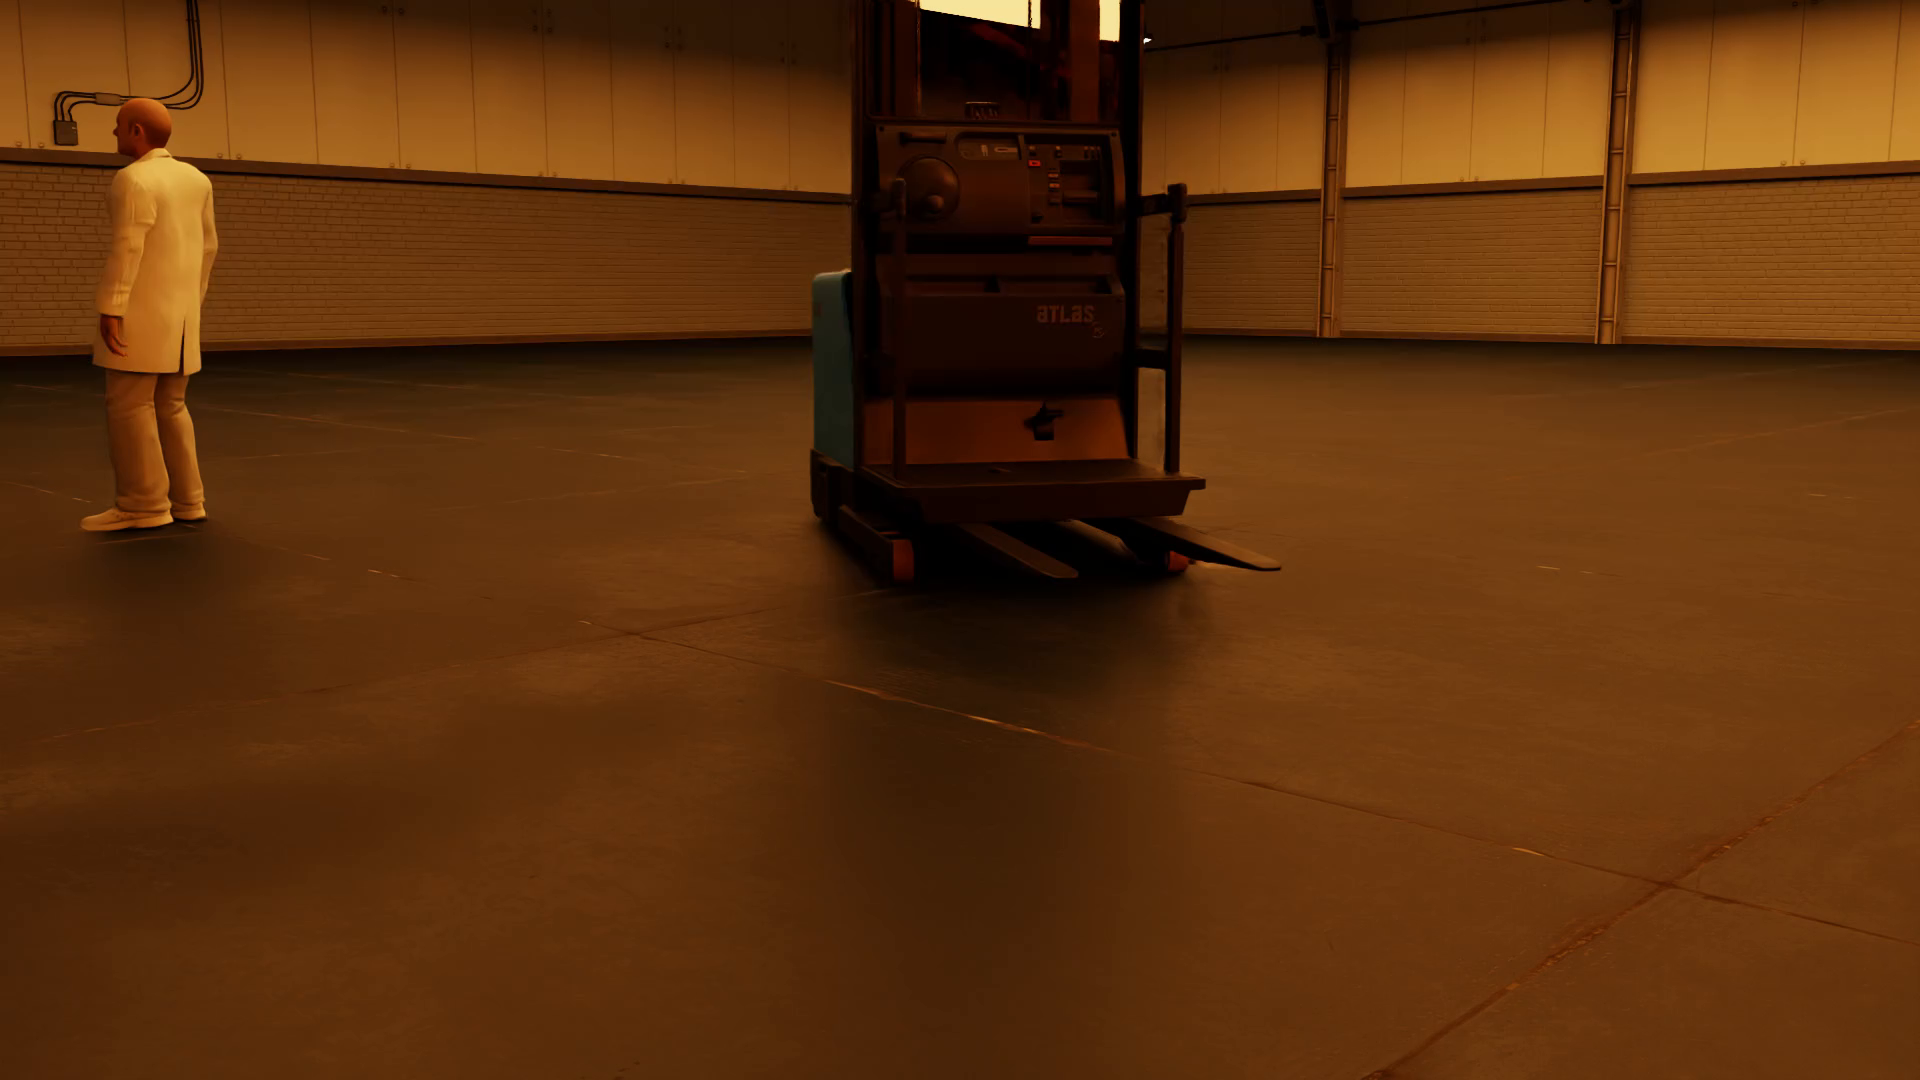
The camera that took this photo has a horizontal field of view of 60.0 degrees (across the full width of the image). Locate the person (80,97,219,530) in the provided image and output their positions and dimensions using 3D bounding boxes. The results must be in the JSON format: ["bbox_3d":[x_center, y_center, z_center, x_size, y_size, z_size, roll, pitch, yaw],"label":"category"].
[{"bbox_3d":[-3.461,-0.938,7.010,0.507,1.791,0.684,1,9,9],"label":"person"}]

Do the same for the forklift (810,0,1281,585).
[{"bbox_3d":[0.206,-1.356,5.876,1.130,2.935,3.031,-2,9,-14],"label":"forklift"}]
